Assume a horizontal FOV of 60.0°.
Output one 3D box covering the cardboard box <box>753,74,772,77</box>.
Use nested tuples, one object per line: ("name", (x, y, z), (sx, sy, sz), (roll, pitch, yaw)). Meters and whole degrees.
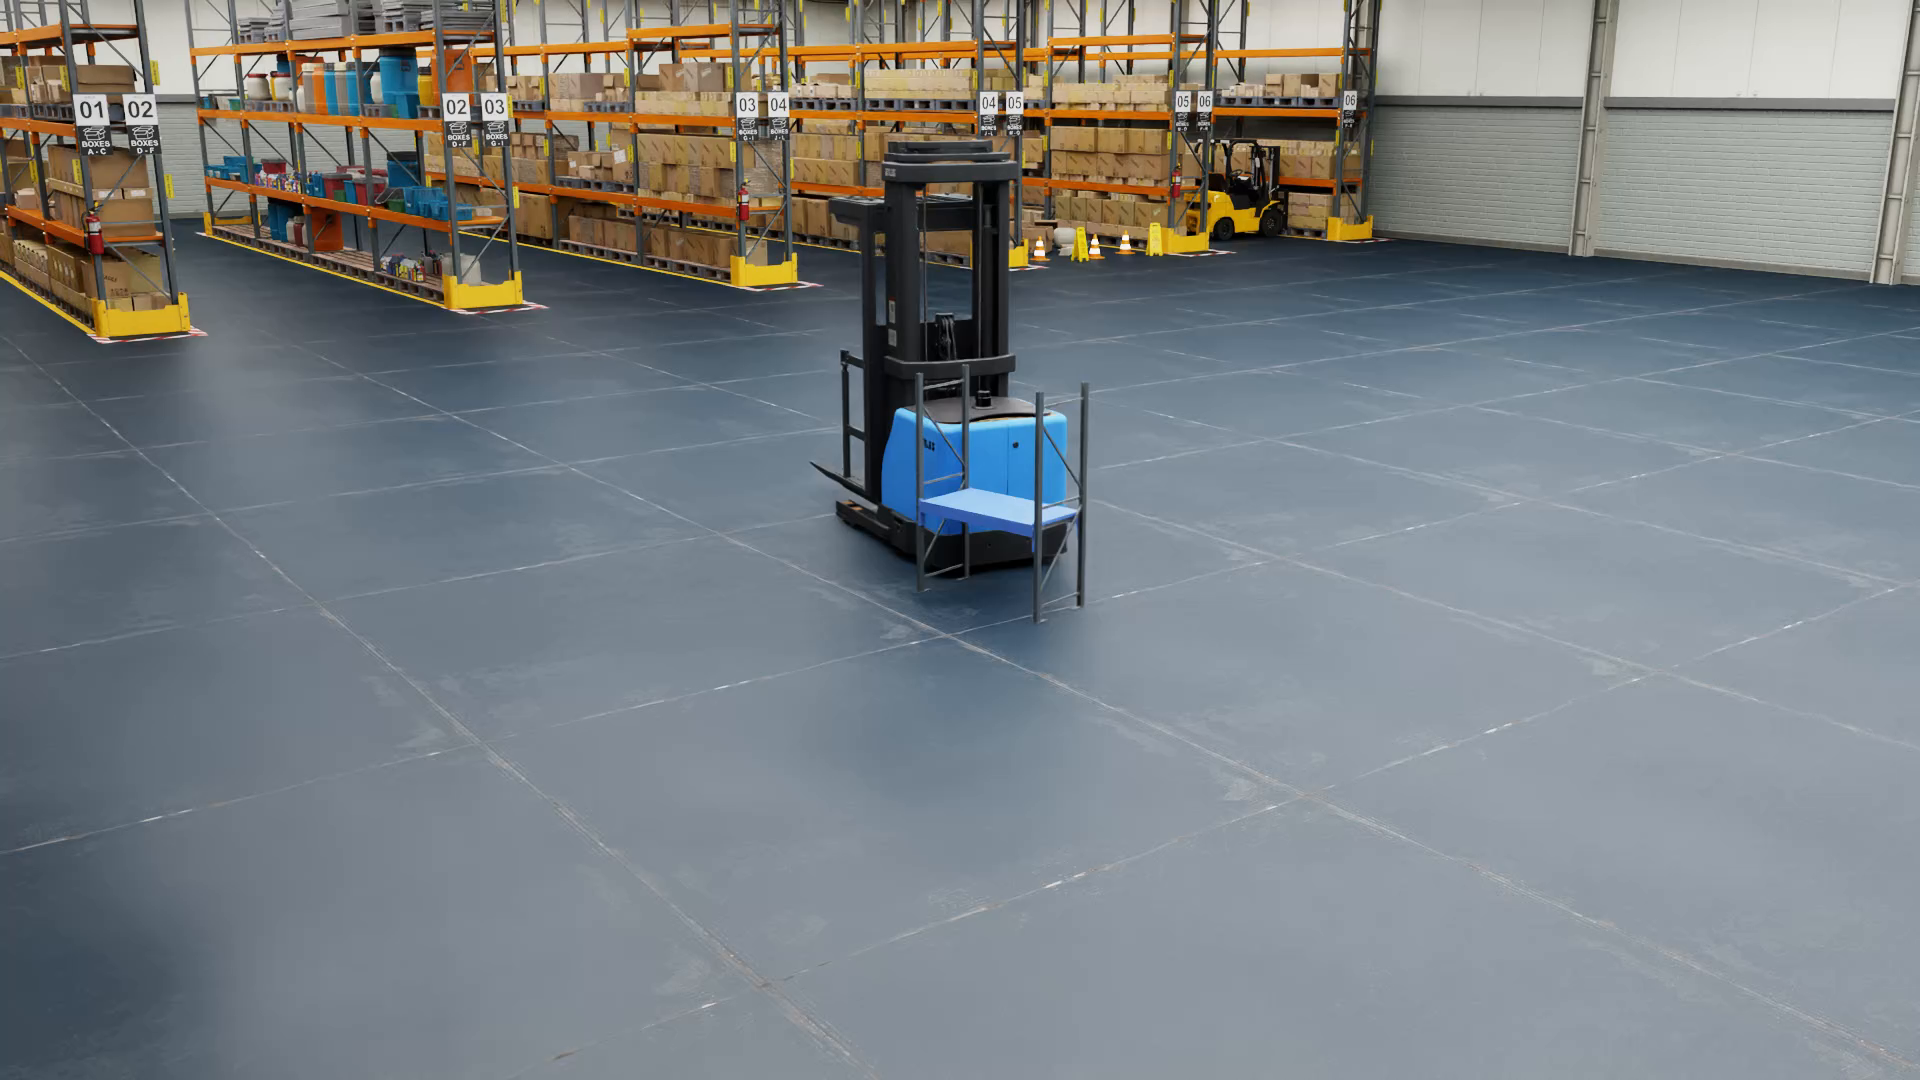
("cardboard box", (-4.473, -10.480, 37.863), (0.396, 0.266, 0.258), (-11, 19, -35))

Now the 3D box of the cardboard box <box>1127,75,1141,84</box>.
("cardboard box", (4.591, -11.350, 41.508), (0.700, 0.500, 0.500), (-11, 19, -36))

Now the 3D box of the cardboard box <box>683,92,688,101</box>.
("cardboard box", (-4.639, -7.794, 29.217), (0.380, 0.149, 0.250), (-12, 19, -37))

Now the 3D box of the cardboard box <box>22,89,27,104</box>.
("cardboard box", (-15.097, -7.299, 27.368), (0.500, 0.250, 0.500), (-11, 19, -36))

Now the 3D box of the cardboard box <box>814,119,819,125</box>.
("cardboard box", (-3.676, -11.165, 44.374), (0.380, 0.149, 0.250), (-11, 19, -35))

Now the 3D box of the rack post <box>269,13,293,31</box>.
("rack post", (-12.510, -9.817, 31.539), (0.954, 0.300, 0.937), (-11, 19, -35))

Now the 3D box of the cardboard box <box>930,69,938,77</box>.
("cardboard box", (-0.337, -8.817, 31.407), (0.380, 0.149, 0.250), (-11, 19, -34))

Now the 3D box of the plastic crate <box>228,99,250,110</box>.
("plastic crate", (-15.196, -9.176, 35.055), (0.416, 0.233, 0.300), (-11, 19, -35))

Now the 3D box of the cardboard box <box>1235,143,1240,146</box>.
("cardboard box", (6.668, -9.331, 39.004), (0.380, 0.149, 0.250), (-11, 19, -36))

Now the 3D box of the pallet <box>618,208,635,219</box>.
("pallet", (-8.183, -8.496, 43.219), (1.003, 0.211, 1.213), (-11, 19, -35))

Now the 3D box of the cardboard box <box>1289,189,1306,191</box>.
("cardboard box", (7.681, -7.997, 38.630), (0.500, 0.250, 0.500), (-11, 19, -36))

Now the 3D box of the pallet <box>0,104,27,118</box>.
("pallet", (-15.588, -7.268, 28.123), (1.213, 0.211, 1.003), (-10, 18, -32))

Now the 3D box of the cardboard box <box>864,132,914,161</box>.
("cardboard box", (-1.432, -7.983, 33.732), (0.875, 0.550, 0.550), (-11, 19, -35))

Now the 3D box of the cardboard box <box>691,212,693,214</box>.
("cardboard box", (-6.624, -8.239, 41.602), (0.380, 0.149, 0.250), (-11, 19, -35))

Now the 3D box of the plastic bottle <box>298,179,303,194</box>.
("plastic bottle", (-12.634, -6.775, 31.868), (0.061, 0.283, 0.133), (-11, 19, -35))

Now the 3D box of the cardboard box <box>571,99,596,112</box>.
("cardboard box", (-7.362, -8.596, 32.905), (0.500, 0.250, 0.500), (-10, 18, -33))

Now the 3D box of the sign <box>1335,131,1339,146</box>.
("sign", (8.241, -8.772, 36.304), (0.100, 0.325, 0.005), (-11, 19, -35))

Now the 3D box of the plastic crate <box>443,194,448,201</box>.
("plastic crate", (-8.828, -5.691, 27.969), (0.499, 0.251, 0.616), (-11, 19, -35))

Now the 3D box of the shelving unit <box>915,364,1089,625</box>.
("shelving unit", (0.264, -0.322, 10.912), (1.048, 1.500, 0.538), (13, 20, 40))

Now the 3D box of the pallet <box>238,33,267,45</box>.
("pallet", (-13.891, -10.103, 33.558), (1.003, 0.211, 1.213), (-11, 19, -35))

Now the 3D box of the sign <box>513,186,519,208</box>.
("sign", (-6.899, -5.321, 25.810), (0.100, 0.325, 0.005), (-11, 19, -35))

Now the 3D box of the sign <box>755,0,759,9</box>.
("sign", (-4.406, -11.624, 36.081), (0.100, 0.325, 0.005), (-11, 19, -35))

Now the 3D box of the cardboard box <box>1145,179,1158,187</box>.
("cardboard box", (4.044, -7.372, 34.305), (0.380, 0.149, 0.250), (-11, 19, -35))

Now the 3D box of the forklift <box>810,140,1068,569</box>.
("forklift", (-0.322, -1.555, 12.705), (1.130, 2.935, 3.031), (-7, 17, -25))

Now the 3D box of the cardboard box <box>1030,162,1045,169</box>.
("cardboard box", (1.798, -8.412, 37.310), (0.380, 0.149, 0.250), (-11, 19, -34))

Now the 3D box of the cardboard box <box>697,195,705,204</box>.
("cardboard box", (-4.423, -6.044, 29.451), (0.380, 0.149, 0.250), (-11, 19, -35))

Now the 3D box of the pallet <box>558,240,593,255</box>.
("pallet", (-7.586, -6.068, 34.346), (1.003, 0.211, 1.213), (-11, 19, -35))

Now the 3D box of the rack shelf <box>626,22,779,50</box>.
("rack shelf", (-4.517, -8.844, 29.210), (1.077, 0.370, 4.000), (-11, 19, -35))

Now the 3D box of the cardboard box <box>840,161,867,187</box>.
("cardboard box", (-2.144, -7.592, 34.444), (0.500, 0.500, 0.500), (-11, 19, -35))

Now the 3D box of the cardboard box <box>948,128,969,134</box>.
("cardboard box", (-0.121, -9.792, 40.587), (0.500, 0.500, 0.500), (-12, 19, -36))

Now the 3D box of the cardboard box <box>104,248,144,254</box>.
("cardboard box", (-12.371, -4.042, 24.656), (0.500, 0.500, 0.500), (-11, 19, -35))

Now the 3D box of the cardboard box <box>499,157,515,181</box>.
("cardboard box", (-9.738, -8.131, 36.413), (0.500, 0.500, 0.500), (-11, 19, -36))

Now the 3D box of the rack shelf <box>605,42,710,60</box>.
("rack shelf", (-7.501, -12.154, 41.307), (1.077, 0.370, 4.000), (-11, 19, -35))

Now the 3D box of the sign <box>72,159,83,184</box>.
("sign", (-11.803, -4.926, 22.251), (0.100, 0.325, 0.005), (-11, 19, -35))

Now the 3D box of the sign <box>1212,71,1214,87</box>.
("sign", (5.114, -9.362, 33.763), (0.100, 0.325, 0.005), (-11, 19, -35))

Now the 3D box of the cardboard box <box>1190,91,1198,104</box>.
("cardboard box", (4.595, -9.076, 34.095), (0.500, 0.250, 0.500), (-11, 19, -36))

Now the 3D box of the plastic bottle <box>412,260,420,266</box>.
("plastic bottle", (-9.094, -4.516, 27.720), (0.152, 0.276, 0.135), (-11, 19, -35))

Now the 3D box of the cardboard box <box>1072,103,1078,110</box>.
("cardboard box", (2.652, -9.385, 35.976), (0.380, 0.149, 0.250), (-11, 19, -34))

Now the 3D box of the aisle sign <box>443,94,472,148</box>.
("aisle sign", (-7.545, -6.295, 24.970), (0.394, 0.787, 0.004), (-11, 19, -35))

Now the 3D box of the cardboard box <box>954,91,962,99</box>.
("cardboard box", (0.114, -8.269, 30.914), (0.380, 0.149, 0.250), (-11, 19, -34))

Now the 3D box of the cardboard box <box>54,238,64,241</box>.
("cardboard box", (-15.552, -5.116, 28.938), (0.500, 0.311, 0.500), (-10, 18, -33))

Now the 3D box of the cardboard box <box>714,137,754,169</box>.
("cardboard box", (-3.864, -6.625, 28.451), (0.500, 0.500, 0.500), (-11, 19, -35))

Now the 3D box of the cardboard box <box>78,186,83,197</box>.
("cardboard box", (-12.186, -4.912, 23.423), (0.380, 0.149, 0.250), (-11, 19, -34))

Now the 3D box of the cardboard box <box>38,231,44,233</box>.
("cardboard box", (-16.699, -5.410, 30.562), (0.500, 0.500, 0.500), (-11, 19, -35))

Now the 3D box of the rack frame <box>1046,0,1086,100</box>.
("rack frame", (2.324, -11.157, 36.296), (1.000, 3.000, 0.127), (-11, 19, -35))

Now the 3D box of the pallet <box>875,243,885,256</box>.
("pallet", (-1.237, -5.954, 33.932), (1.003, 0.211, 1.213), (-11, 19, -35))

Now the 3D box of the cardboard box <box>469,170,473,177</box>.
("cardboard box", (-10.992, -8.382, 37.995), (0.380, 0.149, 0.250), (-10, 18, -33))

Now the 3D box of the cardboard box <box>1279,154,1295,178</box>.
("cardboard box", (7.587, -8.515, 37.816), (0.500, 0.500, 0.500), (-11, 19, -36))

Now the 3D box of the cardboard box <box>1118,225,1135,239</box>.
("cardboard box", (3.684, -6.529, 35.161), (0.500, 0.250, 0.500), (-11, 19, -34))

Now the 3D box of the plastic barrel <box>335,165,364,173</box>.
("plastic barrel", (-11.533, -6.825, 31.571), (0.600, 0.536, 0.708), (-11, 19, -35))

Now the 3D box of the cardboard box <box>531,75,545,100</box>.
("cardboard box", (-8.461, -9.398, 34.558), (0.797, 0.503, 0.637), (-10, 18, -31))

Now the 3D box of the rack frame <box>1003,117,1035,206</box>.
("rack frame", (1.633, -10.743, 46.147), (1.000, 3.000, 0.127), (-11, 19, -35))

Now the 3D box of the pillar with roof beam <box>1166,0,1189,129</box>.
("pillar with roof beam", (1.998, -11.976, 39.287), (9.100, 9.000, 0.400), (-11, 19, -35))

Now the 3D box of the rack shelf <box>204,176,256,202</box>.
("rack shelf", (-15.579, -7.745, 36.555), (1.077, 0.370, 4.000), (-11, 19, -35))

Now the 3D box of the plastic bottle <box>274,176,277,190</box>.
("plastic bottle", (-13.655, -7.148, 33.255), (0.097, 0.271, 0.097), (0, 15, 0))
